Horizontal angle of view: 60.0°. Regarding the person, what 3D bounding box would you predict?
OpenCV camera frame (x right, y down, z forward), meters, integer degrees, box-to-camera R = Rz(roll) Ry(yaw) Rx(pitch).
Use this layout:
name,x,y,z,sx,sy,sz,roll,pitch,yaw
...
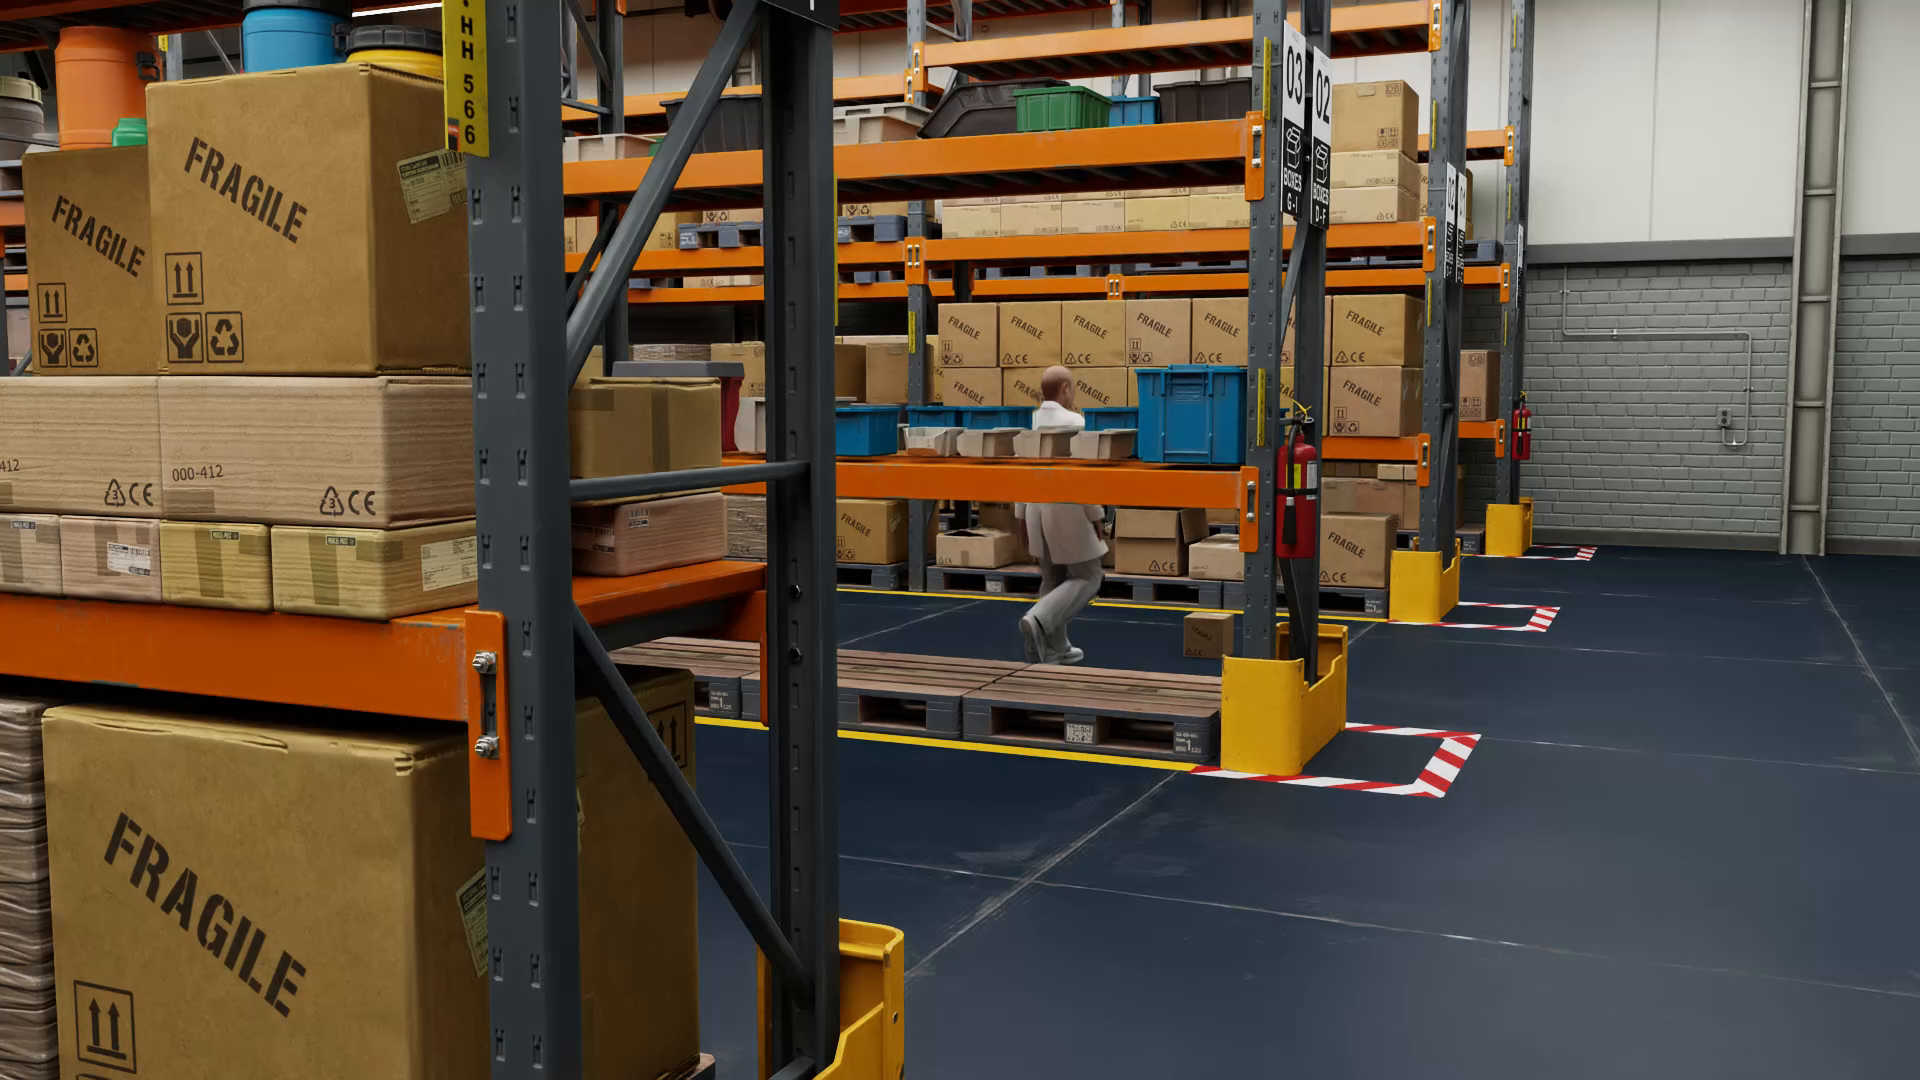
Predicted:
name,x,y,z,sx,sy,sz,roll,pitch,yaw
person,0.548,-0.122,9.596,0.670,1.759,0.626,-5,7,-41
